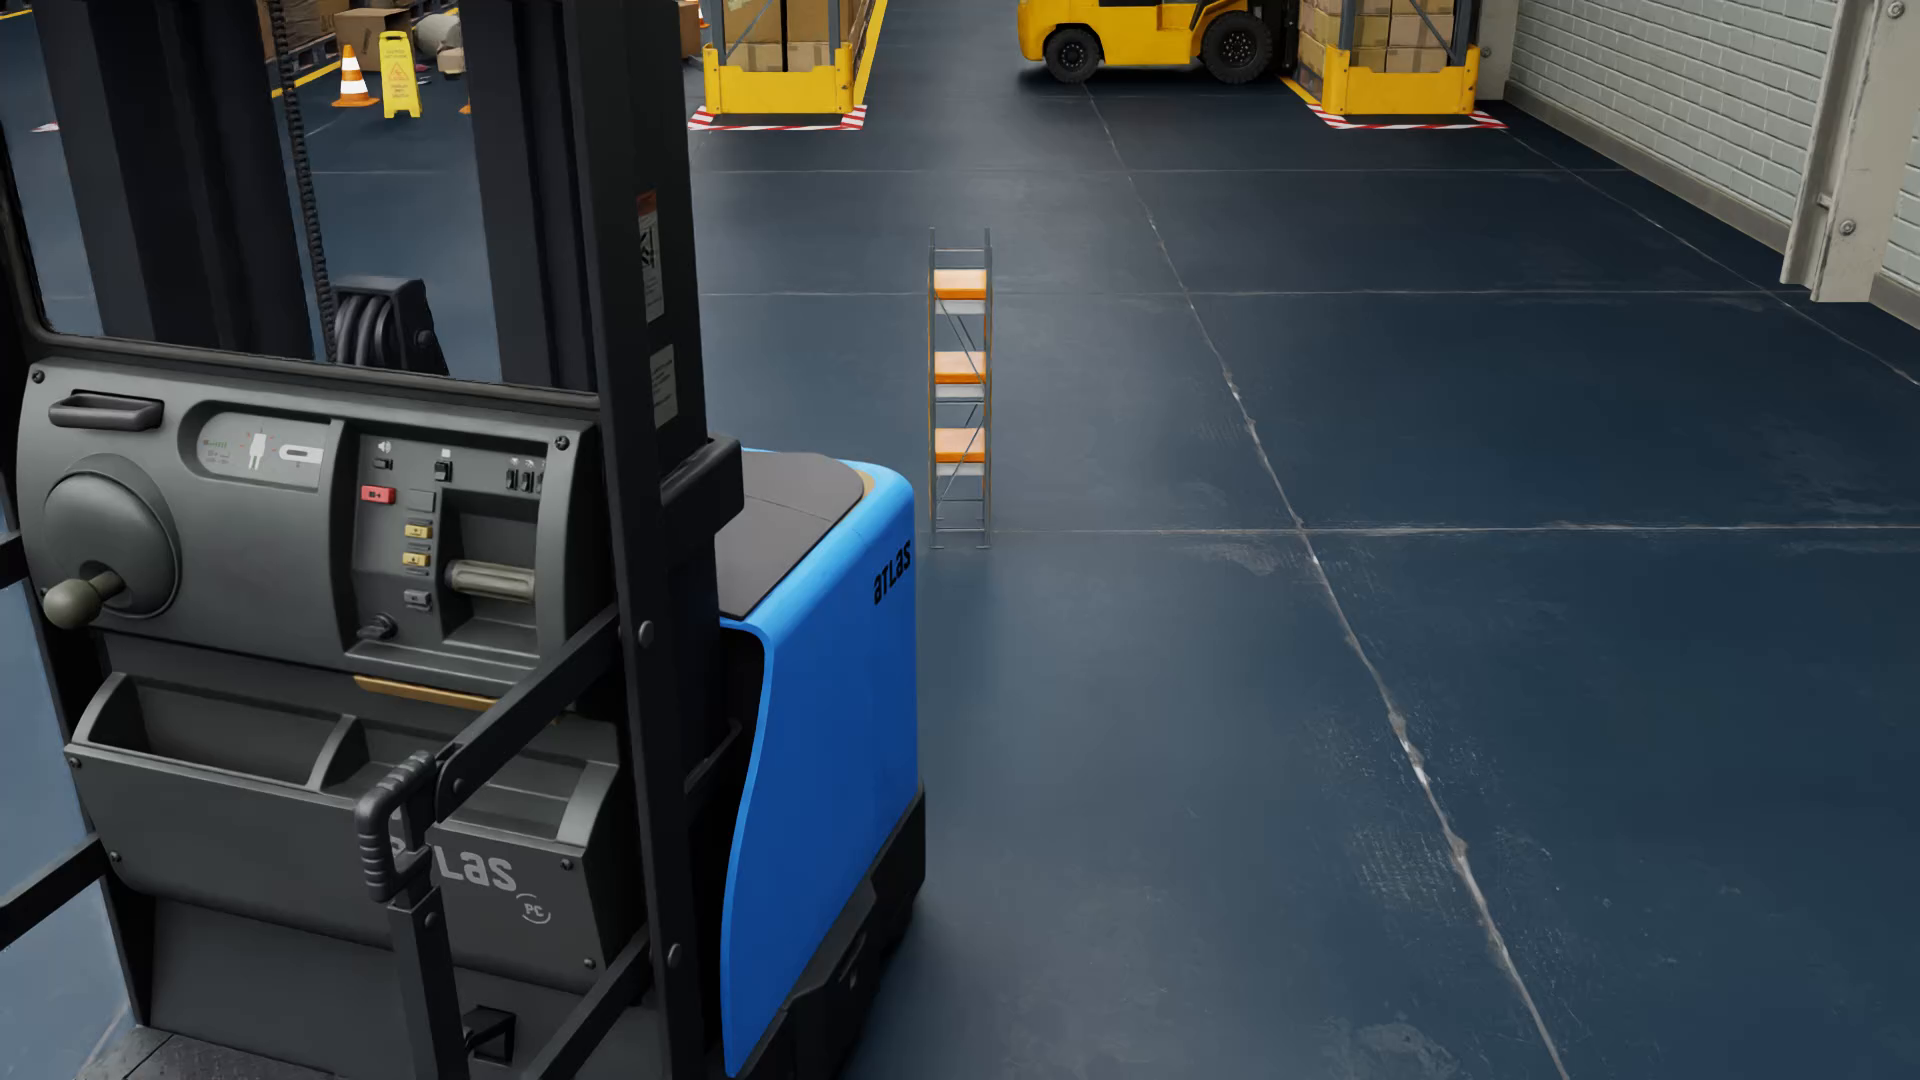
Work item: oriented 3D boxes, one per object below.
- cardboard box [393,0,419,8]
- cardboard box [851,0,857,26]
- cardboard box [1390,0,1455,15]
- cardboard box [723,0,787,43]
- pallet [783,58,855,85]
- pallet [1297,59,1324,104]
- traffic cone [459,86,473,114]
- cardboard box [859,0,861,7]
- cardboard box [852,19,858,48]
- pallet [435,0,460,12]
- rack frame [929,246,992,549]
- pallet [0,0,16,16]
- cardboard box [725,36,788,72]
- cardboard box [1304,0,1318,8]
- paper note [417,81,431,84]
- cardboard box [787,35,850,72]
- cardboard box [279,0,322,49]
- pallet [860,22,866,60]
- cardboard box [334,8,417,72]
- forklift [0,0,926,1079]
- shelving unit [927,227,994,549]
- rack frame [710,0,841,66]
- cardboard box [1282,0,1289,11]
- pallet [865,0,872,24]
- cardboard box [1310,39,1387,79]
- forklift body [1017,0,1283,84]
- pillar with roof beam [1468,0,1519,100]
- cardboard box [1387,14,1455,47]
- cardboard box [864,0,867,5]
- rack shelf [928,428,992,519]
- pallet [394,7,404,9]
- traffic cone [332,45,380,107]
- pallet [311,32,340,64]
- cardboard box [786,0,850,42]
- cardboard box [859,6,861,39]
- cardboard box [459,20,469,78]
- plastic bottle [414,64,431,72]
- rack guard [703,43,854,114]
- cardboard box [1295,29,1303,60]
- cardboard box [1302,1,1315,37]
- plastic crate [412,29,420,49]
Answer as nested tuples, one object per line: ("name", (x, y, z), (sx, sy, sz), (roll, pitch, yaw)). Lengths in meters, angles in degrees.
("cardboard box", (-6.542, -6.214, 18.071), (1.050, 0.750, 0.750), (0, 24, -1))
("cardboard box", (-1.187, -4.857, 14.765), (0.500, 0.500, 0.500), (0, 24, 0))
("cardboard box", (3.701, -4.428, 13.513), (0.500, 0.250, 0.500), (-1, 24, -1))
("cardboard box", (-1.716, -4.420, 13.800), (0.500, 0.500, 0.500), (0, 24, 0))
("pallet", (-1.421, -3.906, 14.131), (1.003, 0.211, 1.213), (0, 24, -1))
("pallet", (3.467, -3.879, 14.070), (1.003, 0.211, 1.213), (0, 24, -1))
("traffic cone", (-3.847, -3.681, 13.328), (0.336, 0.463, 0.334), (0, 24, -1))
("cardboard box", (-1.208, -5.287, 15.717), (0.500, 0.500, 0.500), (0, 24, 0))
("cardboard box", (-1.195, -4.518, 14.927), (0.500, 0.250, 0.500), (1, 24, 3))
("pallet", (-6.549, -6.448, 19.750), (1.003, 0.211, 1.213), (0, 24, -1))
("rack frame", (0.001, -0.450, 5.471), (0.200, 1.050, 0.008), (0, 24, -1))
("pallet", (-11.426, -5.969, 18.691), (1.003, 0.211, 1.213), (0, 24, -1))
("cardboard box", (-1.725, -4.091, 13.983), (0.500, 0.250, 0.500), (0, 24, -1))
("cardboard box", (3.188, -4.627, 13.955), (0.500, 0.250, 0.500), (0, 24, 0))
("paper note", (-4.714, -4.030, 14.625), (0.144, 0.017, 0.142), (8, 26, 18))
("cardboard box", (-1.179, -4.083, 13.965), (0.500, 0.250, 0.500), (0, 24, -1))
("cardboard box", (-6.488, -4.987, 15.206), (0.875, 0.875, 0.875), (0, 24, 0))
("pallet", (-1.448, -4.912, 16.354), (1.003, 0.211, 1.213), (0, 24, -1))
("cardboard box", (-5.396, -4.622, 15.360), (0.500, 0.500, 0.500), (4, 25, 9))
("forklift", (-1.022, 0.003, 2.186), (1.130, 2.935, 3.031), (8, 25, 16))
("shelving unit", (-0.001, -0.500, 5.582), (0.215, 1.050, 0.252), (0, 24, -1))
("rack frame", (-1.447, -4.811, 12.747), (1.000, 3.000, 0.127), (0, 24, -1))
("cardboard box", (3.176, -4.826, 15.000), (0.500, 0.250, 0.500), (0, 24, -1))
("pallet", (-1.516, -6.013, 18.789), (1.003, 0.211, 1.213), (0, 24, -1))
("cardboard box", (3.196, -3.965, 13.705), (0.500, 0.250, 0.500), (0, 24, 0))
("forklift body", (1.672, -5.221, 14.684), (2.313, 2.155, 1.214), (0, 24, -1))
("pillar with roof beam", (0.106, -7.840, 12.164), (9.100, 9.000, 0.400), (0, 24, -1))
("cardboard box", (3.719, -4.196, 13.607), (0.500, 0.250, 0.500), (0, 24, 0))
("cardboard box", (-1.510, -5.965, 17.979), (0.950, 0.372, 0.625), (1, 24, 3))
("rack shelf", (-0.001, -0.238, 5.701), (0.215, 0.259, 0.240), (0, 24, -1))
("pallet", (-6.523, -5.442, 17.527), (1.003, 0.211, 1.213), (0, 24, -1))
("traffic cone", (-4.981, -3.816, 13.626), (0.336, 0.463, 0.334), (0, 24, -1))
("pallet", (-6.509, -4.811, 16.131), (1.003, 0.211, 1.213), (0, 24, -1))
("cardboard box", (-1.180, -4.434, 13.832), (0.500, 0.500, 0.500), (-1, 24, -2))
("cardboard box", (-1.199, -4.936, 15.850), (0.500, 0.250, 0.500), (-1, 24, -2))
("cardboard box", (-3.997, -4.386, 14.836), (0.797, 0.503, 0.637), (-19, 31, -36))
("plastic bottle", (-4.996, -4.321, 15.229), (0.283, 0.061, 0.133), (-9, 26, -19))
("rack guard", (-1.447, -3.703, 13.331), (1.175, 0.500, 0.348), (0, 24, -1))
("cardboard box", (3.203, -4.376, 14.614), (0.500, 0.250, 0.500), (0, 24, 0))
("cardboard box", (3.204, -4.407, 14.074), (0.500, 0.250, 0.500), (0, 24, -1))
("plastic crate", (-5.127, -5.074, 16.672), (0.450, 0.188, 0.662), (3, 22, 31))
